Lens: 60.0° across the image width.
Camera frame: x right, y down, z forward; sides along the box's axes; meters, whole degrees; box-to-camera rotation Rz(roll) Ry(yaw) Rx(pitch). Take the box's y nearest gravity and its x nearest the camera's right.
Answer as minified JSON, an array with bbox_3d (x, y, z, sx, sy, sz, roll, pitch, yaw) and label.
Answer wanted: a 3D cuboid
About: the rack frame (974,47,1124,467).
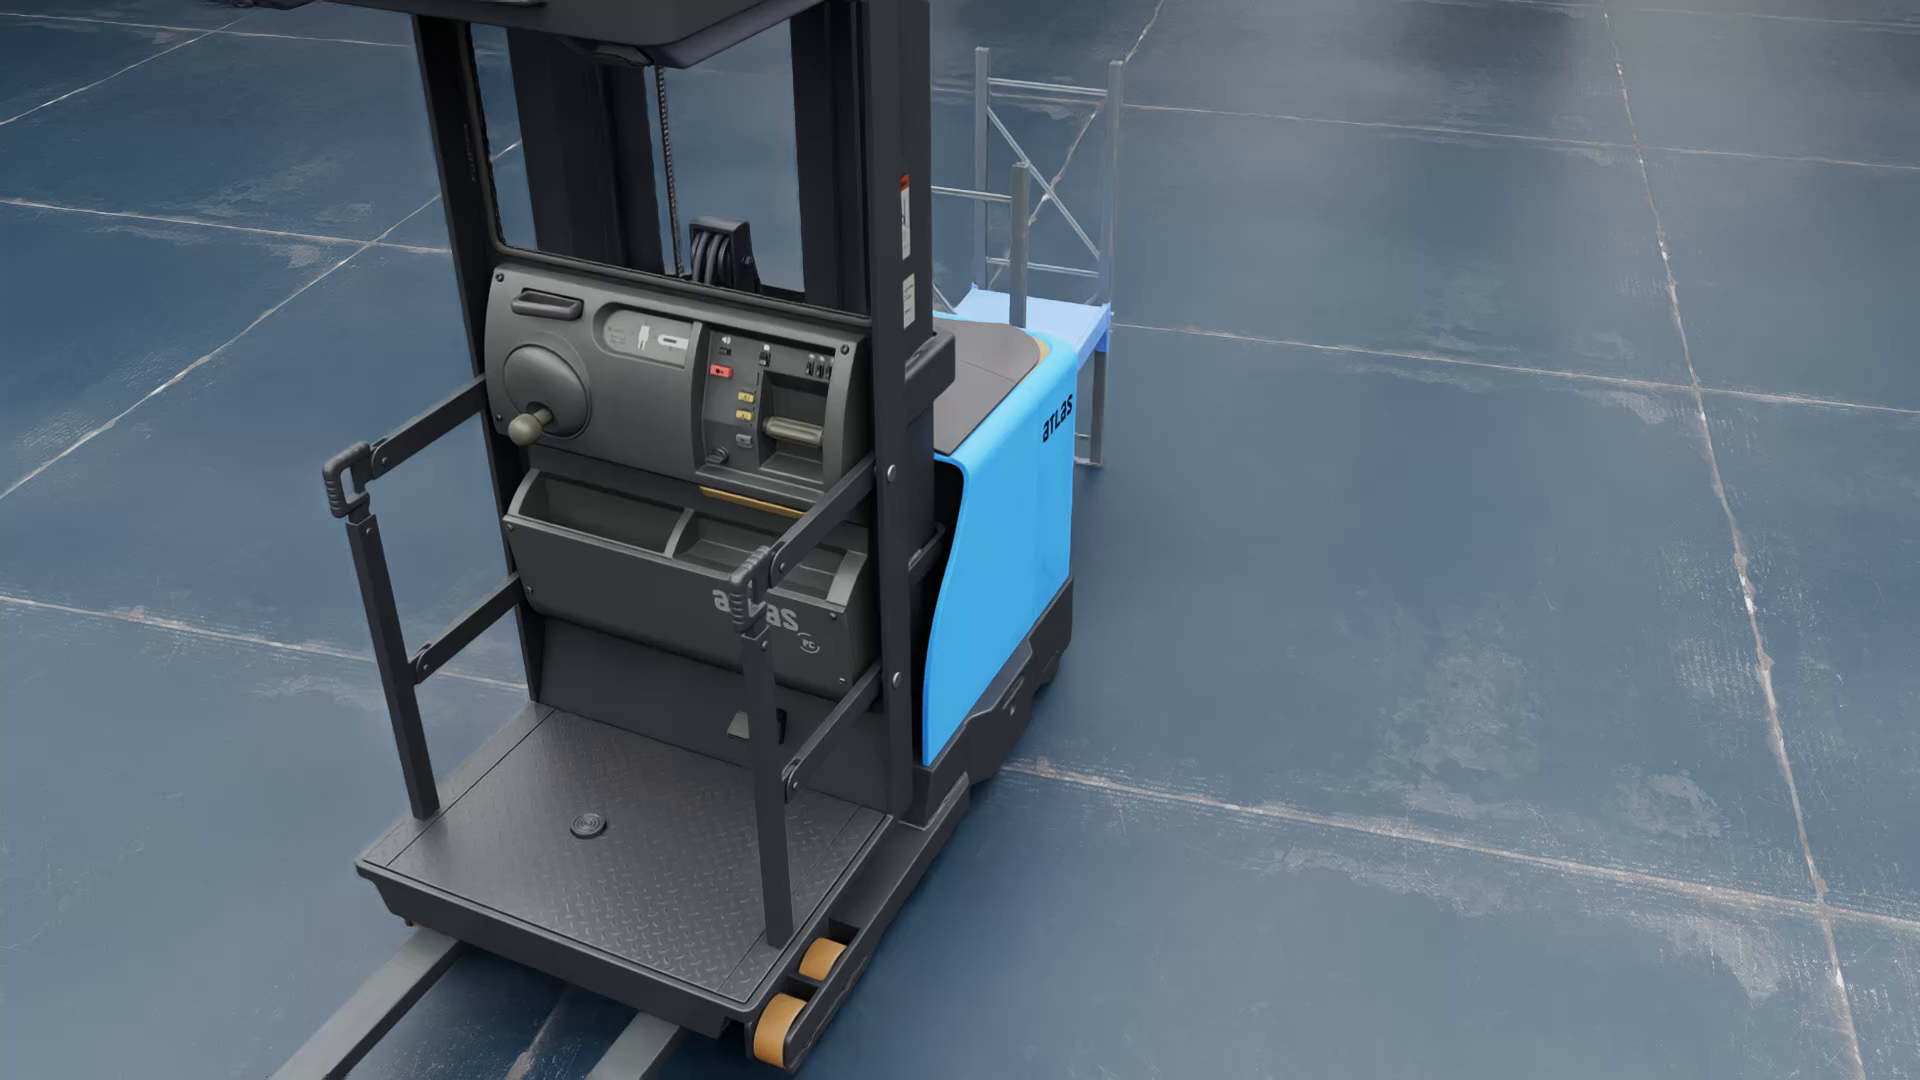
[{"bbox_3d":[0.291,-0.956,5.855,0.500,1.500,0.032,11,34,16],"label":"rack frame"}]

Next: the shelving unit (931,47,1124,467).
[{"bbox_3d":[0.122,-0.699,5.451,0.538,1.500,1.048,11,34,16],"label":"shelving unit"}]

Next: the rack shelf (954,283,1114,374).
[{"bbox_3d":[0.122,-0.547,5.547,0.538,0.185,1.000,11,34,16],"label":"rack shelf"}]

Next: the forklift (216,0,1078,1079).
[{"bbox_3d":[-0.735,-0.289,3.472,1.130,2.935,3.031,14,35,21],"label":"forklift"}]

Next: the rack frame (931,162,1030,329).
[{"bbox_3d":[-0.048,-0.441,5.046,0.500,1.500,0.032,11,34,16],"label":"rack frame"}]
